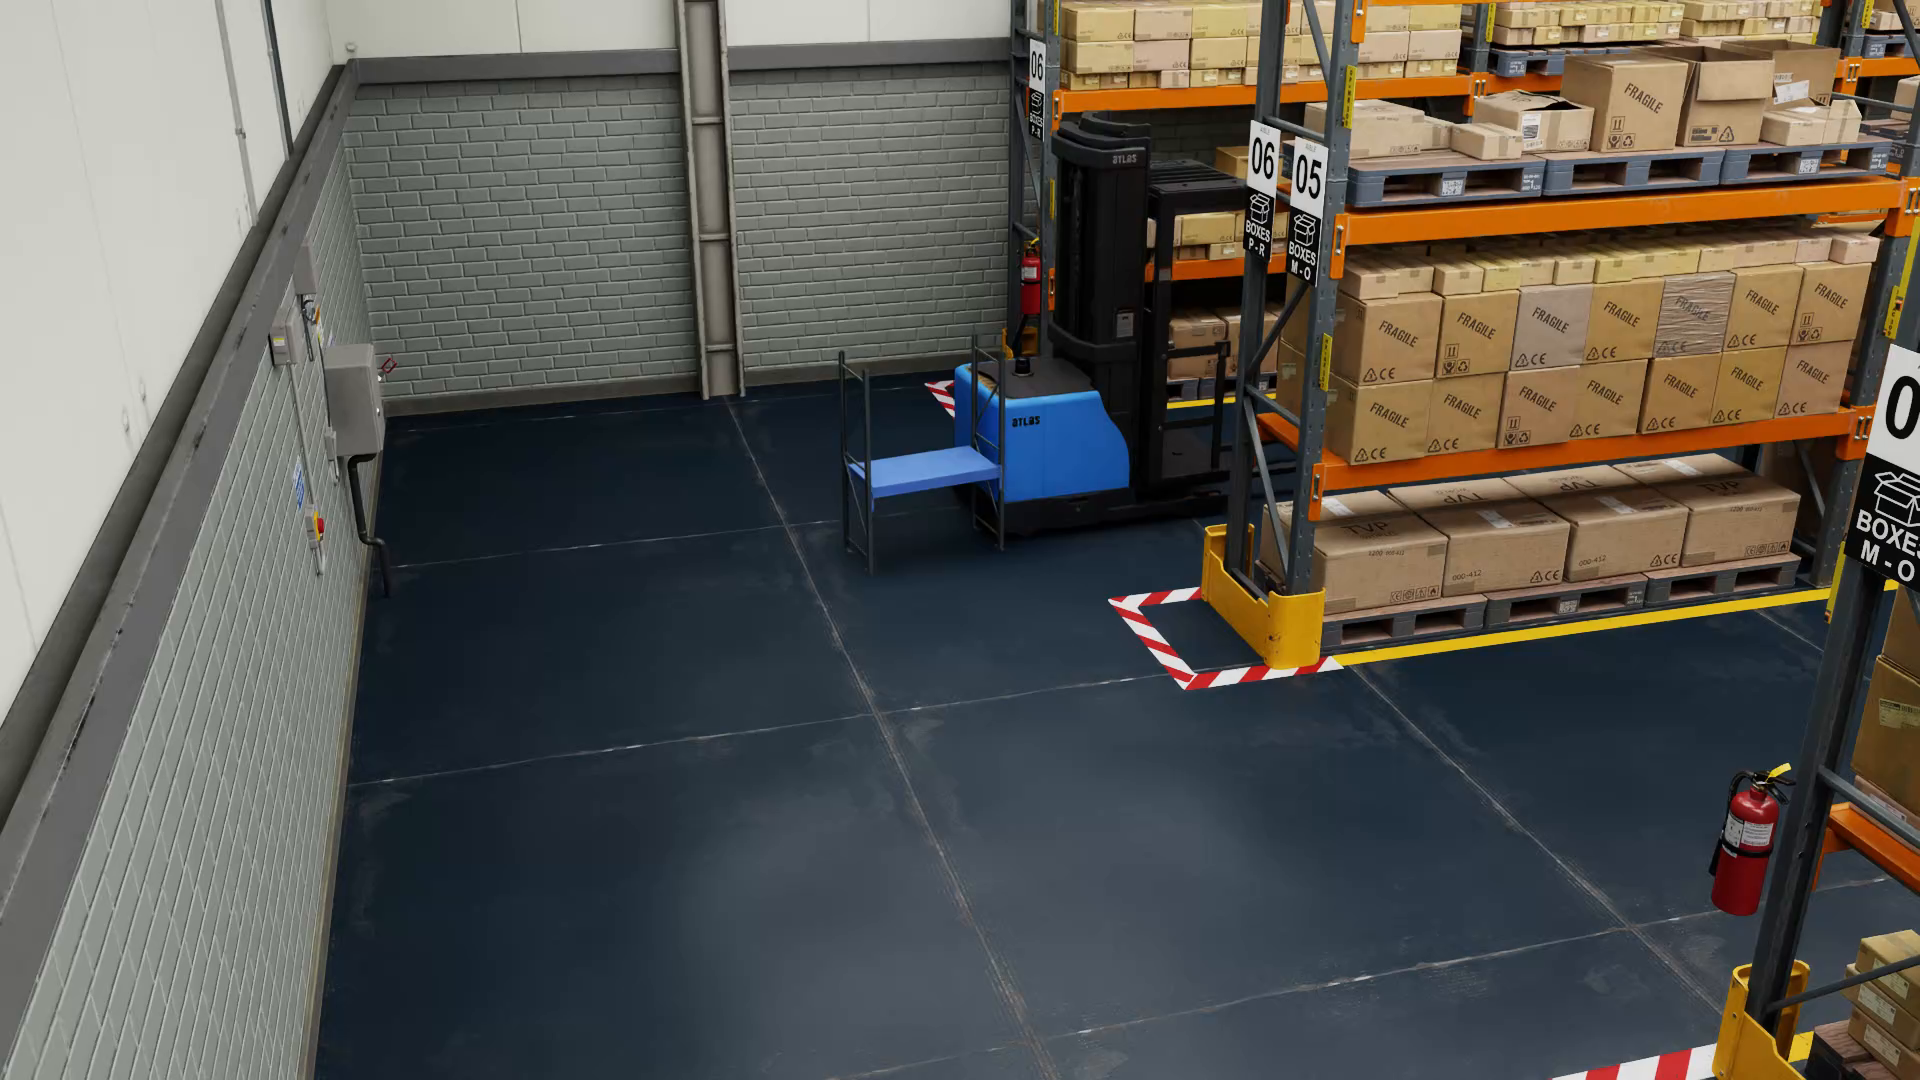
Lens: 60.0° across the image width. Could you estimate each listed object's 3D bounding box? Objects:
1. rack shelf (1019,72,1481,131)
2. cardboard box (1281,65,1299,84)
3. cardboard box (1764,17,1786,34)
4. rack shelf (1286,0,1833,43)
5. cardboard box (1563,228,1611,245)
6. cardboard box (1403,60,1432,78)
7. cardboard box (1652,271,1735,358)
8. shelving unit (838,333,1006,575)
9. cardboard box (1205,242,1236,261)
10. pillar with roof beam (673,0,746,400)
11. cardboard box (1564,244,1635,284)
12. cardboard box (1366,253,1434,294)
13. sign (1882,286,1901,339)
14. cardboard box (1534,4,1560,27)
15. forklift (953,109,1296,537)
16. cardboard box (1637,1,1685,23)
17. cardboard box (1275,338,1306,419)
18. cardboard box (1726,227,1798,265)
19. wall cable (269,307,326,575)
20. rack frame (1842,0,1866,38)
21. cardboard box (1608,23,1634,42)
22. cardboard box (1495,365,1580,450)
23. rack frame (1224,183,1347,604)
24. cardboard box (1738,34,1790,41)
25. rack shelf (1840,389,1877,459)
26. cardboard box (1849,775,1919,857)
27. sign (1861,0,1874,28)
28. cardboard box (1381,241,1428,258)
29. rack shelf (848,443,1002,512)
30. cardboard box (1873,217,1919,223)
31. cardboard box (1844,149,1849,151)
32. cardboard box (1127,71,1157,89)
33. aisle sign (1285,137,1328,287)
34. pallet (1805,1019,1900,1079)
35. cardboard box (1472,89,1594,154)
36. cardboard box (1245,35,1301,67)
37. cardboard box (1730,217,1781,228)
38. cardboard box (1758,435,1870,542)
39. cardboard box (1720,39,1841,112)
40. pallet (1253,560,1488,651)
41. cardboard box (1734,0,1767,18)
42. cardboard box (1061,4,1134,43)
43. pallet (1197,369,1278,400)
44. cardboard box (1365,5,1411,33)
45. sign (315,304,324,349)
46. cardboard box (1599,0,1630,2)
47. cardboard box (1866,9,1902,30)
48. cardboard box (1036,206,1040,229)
[{"bbox_3d":[2.556,-3.951,14.761,4.000,0.370,1.077,-6,24,-14],"label":"rack shelf"},{"bbox_3d":[2.741,-4.053,14.407,0.250,0.149,0.380,-6,24,-13],"label":"cardboard box"},{"bbox_3d":[7.542,-4.867,15.669,0.250,0.149,0.380,-6,24,-13],"label":"cardboard box"},{"bbox_3d":[3.900,-3.261,9.858,4.000,0.370,1.077,-6,24,-14],"label":"rack shelf"},{"bbox_3d":[3.981,-1.945,10.762,0.250,0.149,0.380,-6,24,-14],"label":"cardboard box"},{"bbox_3d":[3.979,-4.203,14.757,0.250,0.149,0.380,-6,24,-14],"label":"cardboard box"},{"bbox_3d":[4.468,-1.473,10.485,0.500,0.500,0.500,-6,24,-14],"label":"cardboard box"},{"bbox_3d":[-0.263,-0.619,11.790,1.048,1.500,0.538,-10,25,-22],"label":"shelving unit"},{"bbox_3d":[2.275,-2.623,14.879,0.250,0.149,0.380,-7,24,-16],"label":"cardboard box"},{"bbox_3d":[-1.046,-3.867,9.851,0.400,9.000,9.100,-6,24,-14],"label":"pillar with roof beam"},{"bbox_3d":[3.896,-1.691,10.170,0.250,0.149,0.380,-7,24,-16],"label":"cardboard box"},{"bbox_3d":[2.624,-1.597,9.950,0.250,0.149,0.380,-6,24,-13],"label":"cardboard box"},{"bbox_3d":[5.977,-1.455,10.640,0.005,0.325,0.100,-6,24,-14],"label":"sign"},{"bbox_3d":[5.125,-4.675,14.820,0.250,0.149,0.380,-6,24,-14],"label":"cardboard box"},{"bbox_3d":[1.518,-1.707,12.511,3.031,2.935,1.130,-8,24,-18],"label":"forklift"},{"bbox_3d":[6.355,-4.806,15.125,0.250,0.149,0.380,-6,24,-14],"label":"cardboard box"},{"bbox_3d":[2.368,-1.003,10.658,0.500,0.500,0.500,-6,24,-14],"label":"cardboard box"},{"bbox_3d":[5.090,-1.872,10.591,0.250,0.149,0.380,-6,24,-14],"label":"cardboard box"},{"bbox_3d":[-3.448,-0.677,8.697,0.123,1.953,0.585,-6,24,-14],"label":"wall cable"},{"bbox_3d":[8.333,-6.299,15.518,0.127,3.000,1.000,-6,24,-14],"label":"rack frame"},{"bbox_3d":[5.860,-4.608,15.041,0.250,0.149,0.380,-7,24,-15],"label":"cardboard box"},{"bbox_3d":[3.489,-0.906,10.430,0.500,0.500,0.500,-6,24,-15],"label":"cardboard box"},{"bbox_3d":[1.975,-0.806,10.324,0.127,3.000,1.000,-6,24,-14],"label":"rack frame"},{"bbox_3d":[7.421,-4.651,15.671,0.500,0.250,0.500,-6,24,-14],"label":"cardboard box"},{"bbox_3d":[7.752,-1.114,11.955,4.000,0.370,1.077,-6,24,-14],"label":"rack shelf"},{"bbox_3d":[3.647,1.036,6.349,0.250,0.149,0.380,-6,24,-14],"label":"cardboard box"},{"bbox_3d":[8.478,-4.952,15.526,0.005,0.325,0.100,-6,24,-14],"label":"sign"},{"bbox_3d":[2.730,-1.819,10.468,0.250,0.149,0.380,-7,24,-15],"label":"cardboard box"},{"bbox_3d":[-0.263,-0.454,11.861,1.000,0.185,0.538,-10,25,-22],"label":"rack shelf"},{"bbox_3d":[6.685,-1.938,11.568,0.500,0.500,0.500,-6,24,-13],"label":"cardboard box"},{"bbox_3d":[8.719,-3.808,16.371,0.250,0.149,0.380,-6,24,-13],"label":"cardboard box"},{"bbox_3d":[1.497,-3.957,14.183,0.250,0.149,0.380,-6,24,-14],"label":"cardboard box"},{"bbox_3d":[1.984,-1.883,9.536,0.004,0.787,0.394,-6,24,-14],"label":"aisle sign"},{"bbox_3d":[4.274,2.263,6.708,1.213,0.211,1.003,-6,24,-14],"label":"pallet"},{"bbox_3d":[3.429,-2.523,9.974,0.500,0.311,0.500,-6,24,-13],"label":"cardboard box"},{"bbox_3d":[2.603,-4.255,14.372,0.500,0.250,0.500,-7,24,-15],"label":"cardboard box"},{"bbox_3d":[5.210,-2.067,11.045,0.250,0.149,0.380,-6,24,-14],"label":"cardboard box"},{"bbox_3d":[6.401,-0.545,11.877,0.875,0.875,0.875,-6,24,-13],"label":"cardboard box"},{"bbox_3d":[5.203,-2.912,10.643,0.500,0.500,0.500,-6,24,-13],"label":"cardboard box"},{"bbox_3d":[2.723,0.361,11.141,1.213,0.211,1.003,-6,24,-14],"label":"pallet"},{"bbox_3d":[7.301,-4.976,15.546,0.250,0.149,0.380,-7,24,-15],"label":"cardboard box"},{"bbox_3d":[1.125,-4.318,13.883,0.500,0.250,0.500,-7,24,-15],"label":"cardboard box"},{"bbox_3d":[2.643,-1.630,15.782,1.213,0.211,1.003,-6,24,-14],"label":"pallet"},{"bbox_3d":[3.575,-4.589,14.516,0.500,0.250,0.500,-7,24,-15],"label":"cardboard box"},{"bbox_3d":[-4.059,-1.346,10.535,0.001,0.242,0.339,-6,24,-14],"label":"sign"},{"bbox_3d":[5.997,-4.949,15.458,0.250,0.149,0.380,-6,24,-14],"label":"cardboard box"},{"bbox_3d":[8.751,-4.974,15.870,0.250,0.166,0.380,-6,24,-14],"label":"cardboard box"},{"bbox_3d":[1.002,-2.907,15.034,0.500,0.250,0.500,-6,24,-13],"label":"cardboard box"}]
